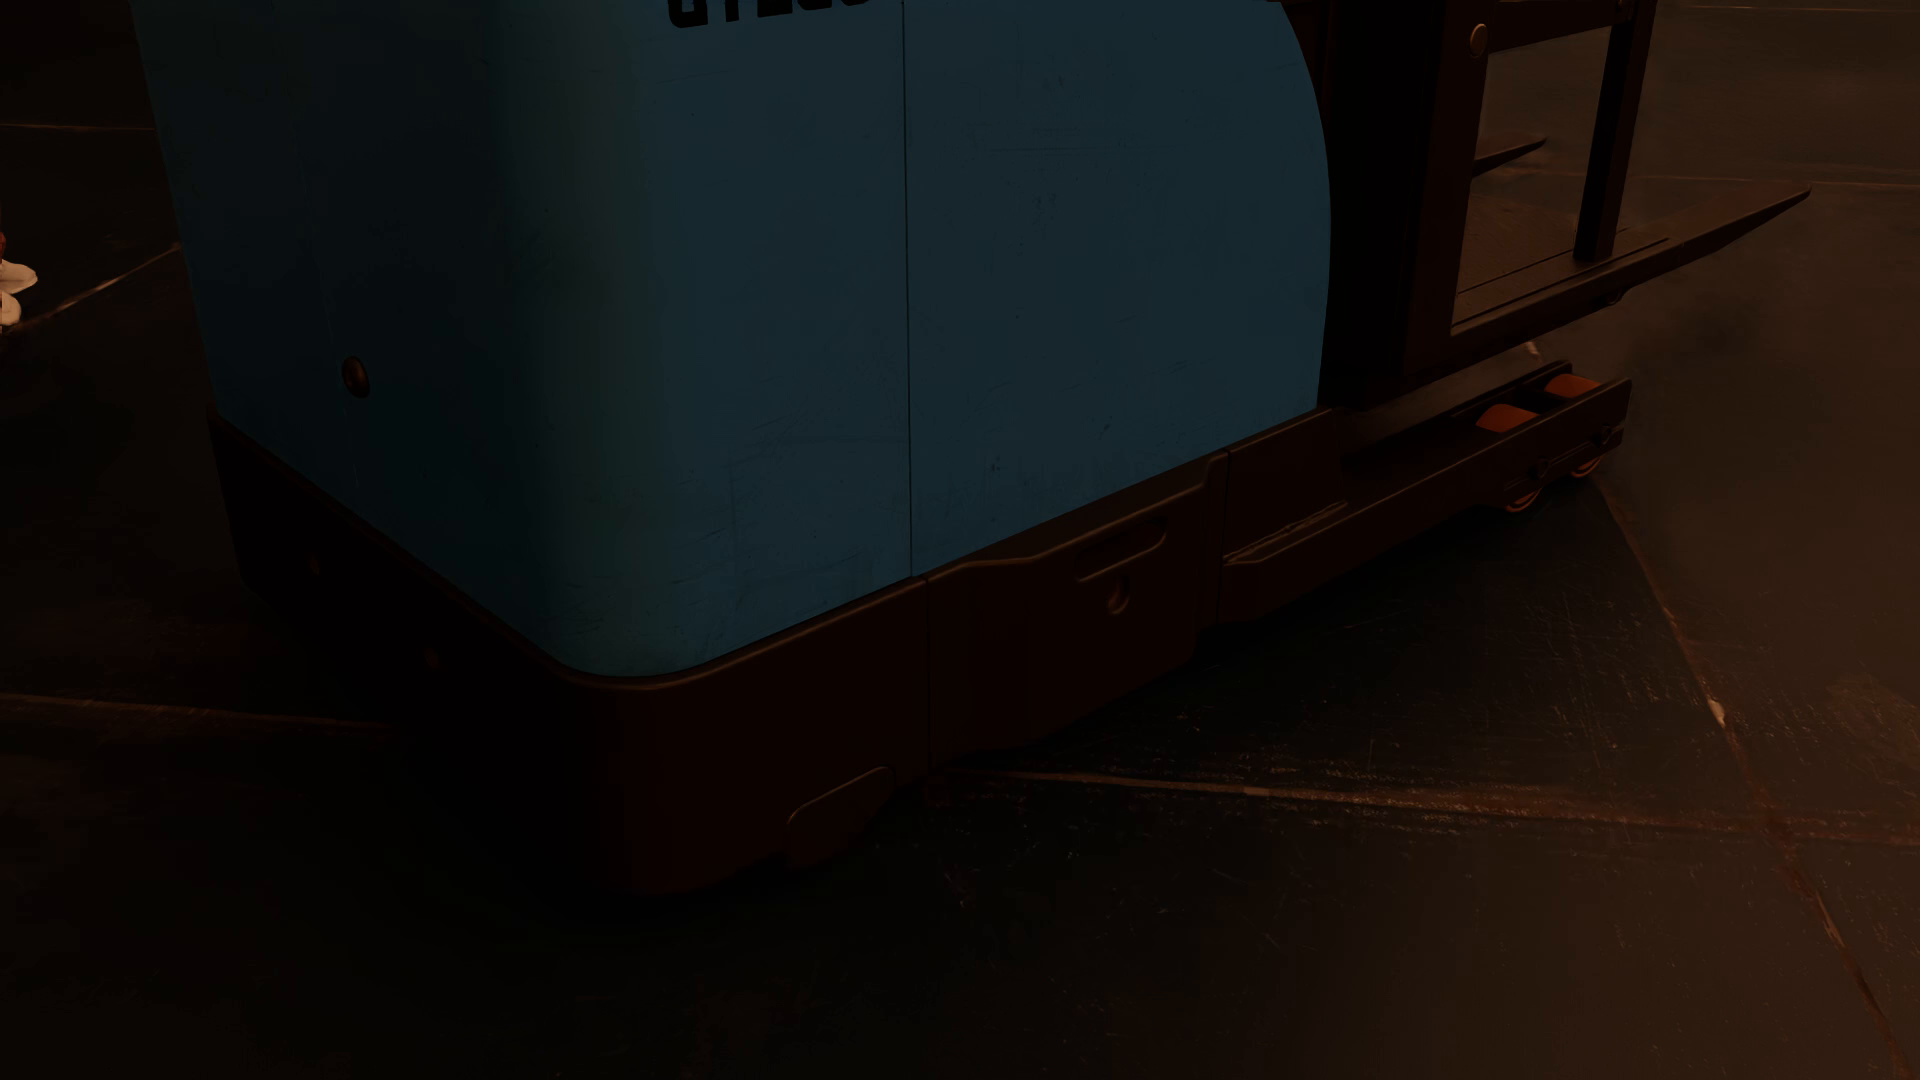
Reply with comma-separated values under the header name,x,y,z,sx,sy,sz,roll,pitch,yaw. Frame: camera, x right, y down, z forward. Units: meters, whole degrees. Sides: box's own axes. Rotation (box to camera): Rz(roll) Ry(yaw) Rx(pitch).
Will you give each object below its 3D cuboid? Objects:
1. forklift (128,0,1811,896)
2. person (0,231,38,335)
name,x,y,z,sx,sy,sz,roll,pitch,yaw
forklift,0.446,-1.507,2.237,3.031,2.935,1.130,-22,34,-37
person,-1.903,-1.081,3.107,0.763,1.434,1.063,2,27,4
